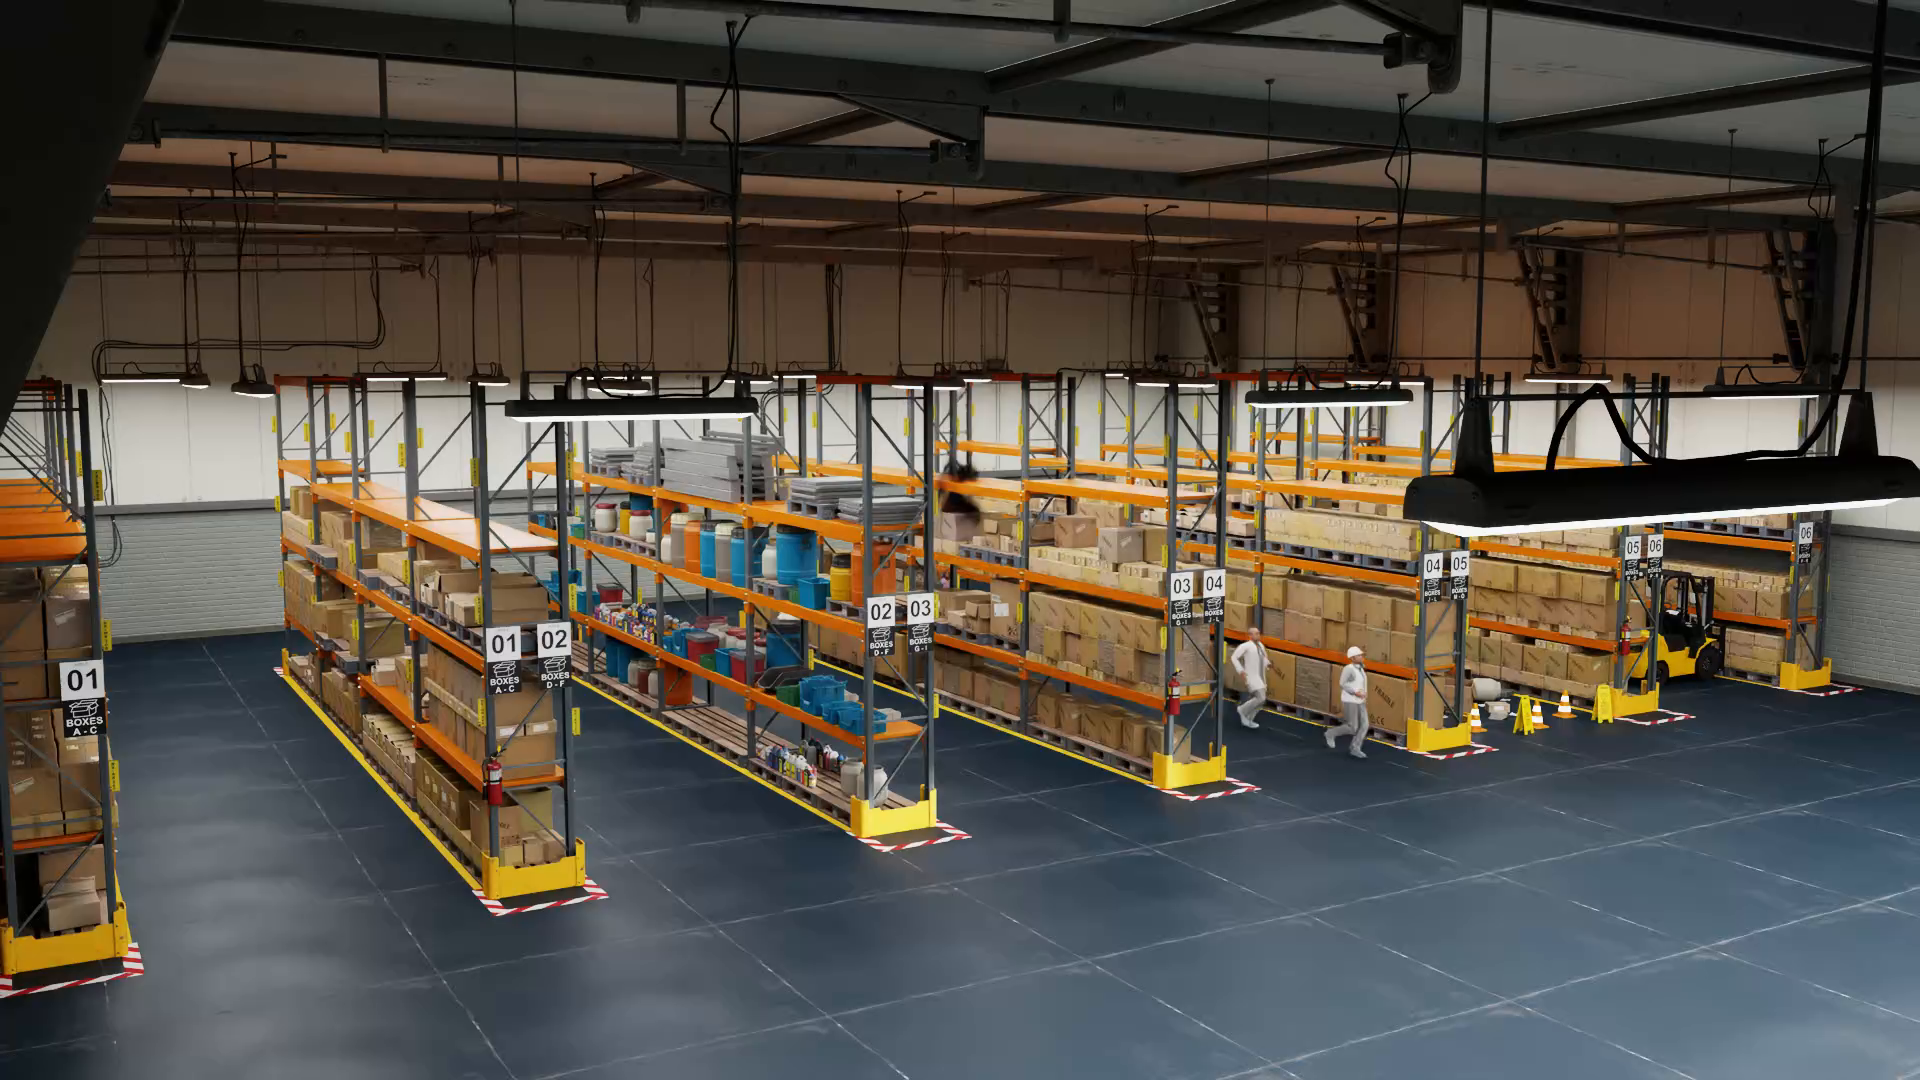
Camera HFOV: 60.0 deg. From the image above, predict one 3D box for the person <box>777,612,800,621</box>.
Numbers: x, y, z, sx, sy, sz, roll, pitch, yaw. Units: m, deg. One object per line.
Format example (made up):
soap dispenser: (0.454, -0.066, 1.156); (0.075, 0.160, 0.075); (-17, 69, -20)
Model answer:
person: (-3.361, 1.932, 32.740); (0.576, 1.645, 0.612); (-3, 7, -29)

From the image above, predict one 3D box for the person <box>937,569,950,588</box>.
person: (-0.273, 1.430, 37.602); (0.513, 1.567, 0.615); (-3, 7, -24)

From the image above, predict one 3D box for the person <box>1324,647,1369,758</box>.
person: (6.246, 2.571, 26.597); (0.723, 1.753, 0.683); (5, 8, 39)

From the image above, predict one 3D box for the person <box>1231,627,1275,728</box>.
person: (5.056, 2.358, 28.342); (0.704, 1.734, 0.653); (-6, 9, -43)
